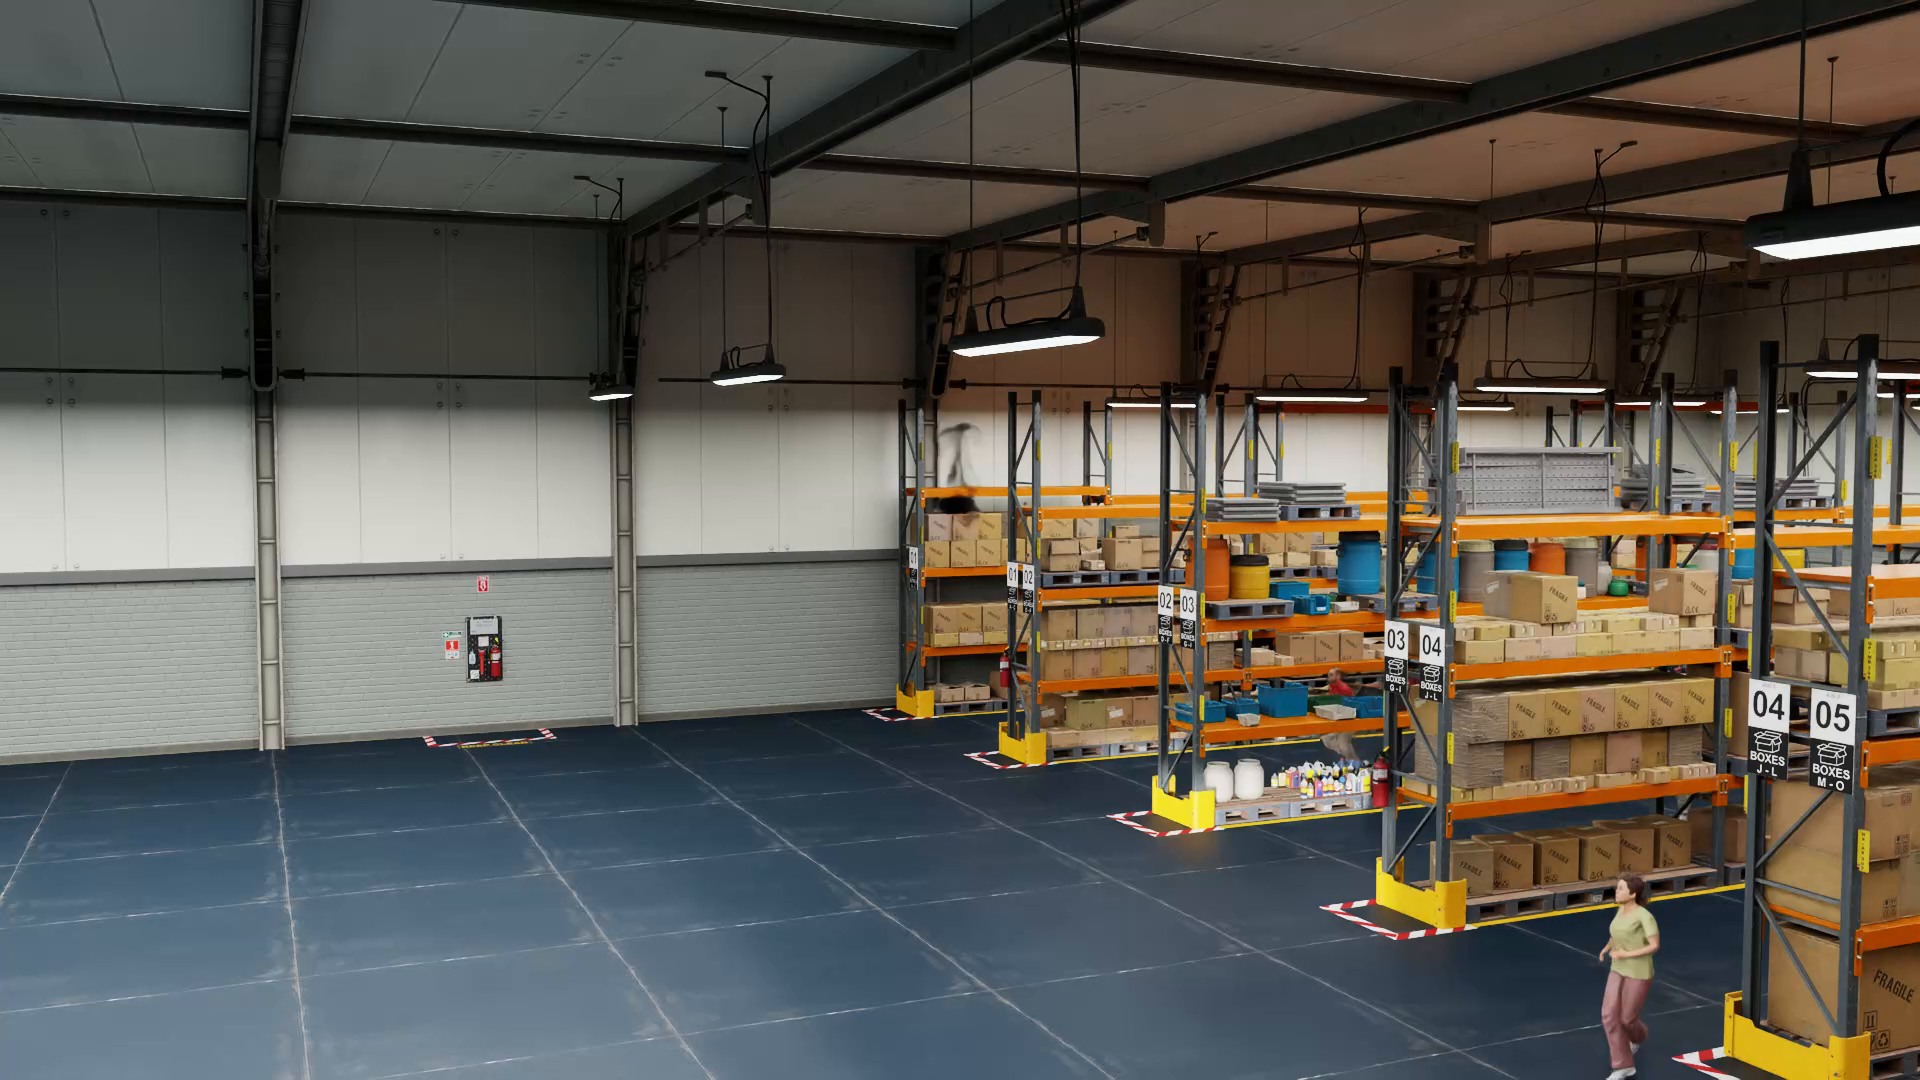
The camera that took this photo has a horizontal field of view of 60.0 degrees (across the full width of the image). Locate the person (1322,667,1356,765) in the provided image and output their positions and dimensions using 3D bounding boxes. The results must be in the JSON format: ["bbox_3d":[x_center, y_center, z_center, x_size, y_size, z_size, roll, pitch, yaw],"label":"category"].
[{"bbox_3d":[5.903,2.804,25.879,0.698,1.661,0.628,-1,4,-19],"label":"person"}]

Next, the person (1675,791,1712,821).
[{"bbox_3d":[9.918,2.986,22.418,0.778,1.758,0.681,-1,4,-24],"label":"person"}]

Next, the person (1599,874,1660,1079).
[{"bbox_3d":[5.464,3.567,13.642,0.671,1.666,0.691,-2,4,-28],"label":"person"}]
